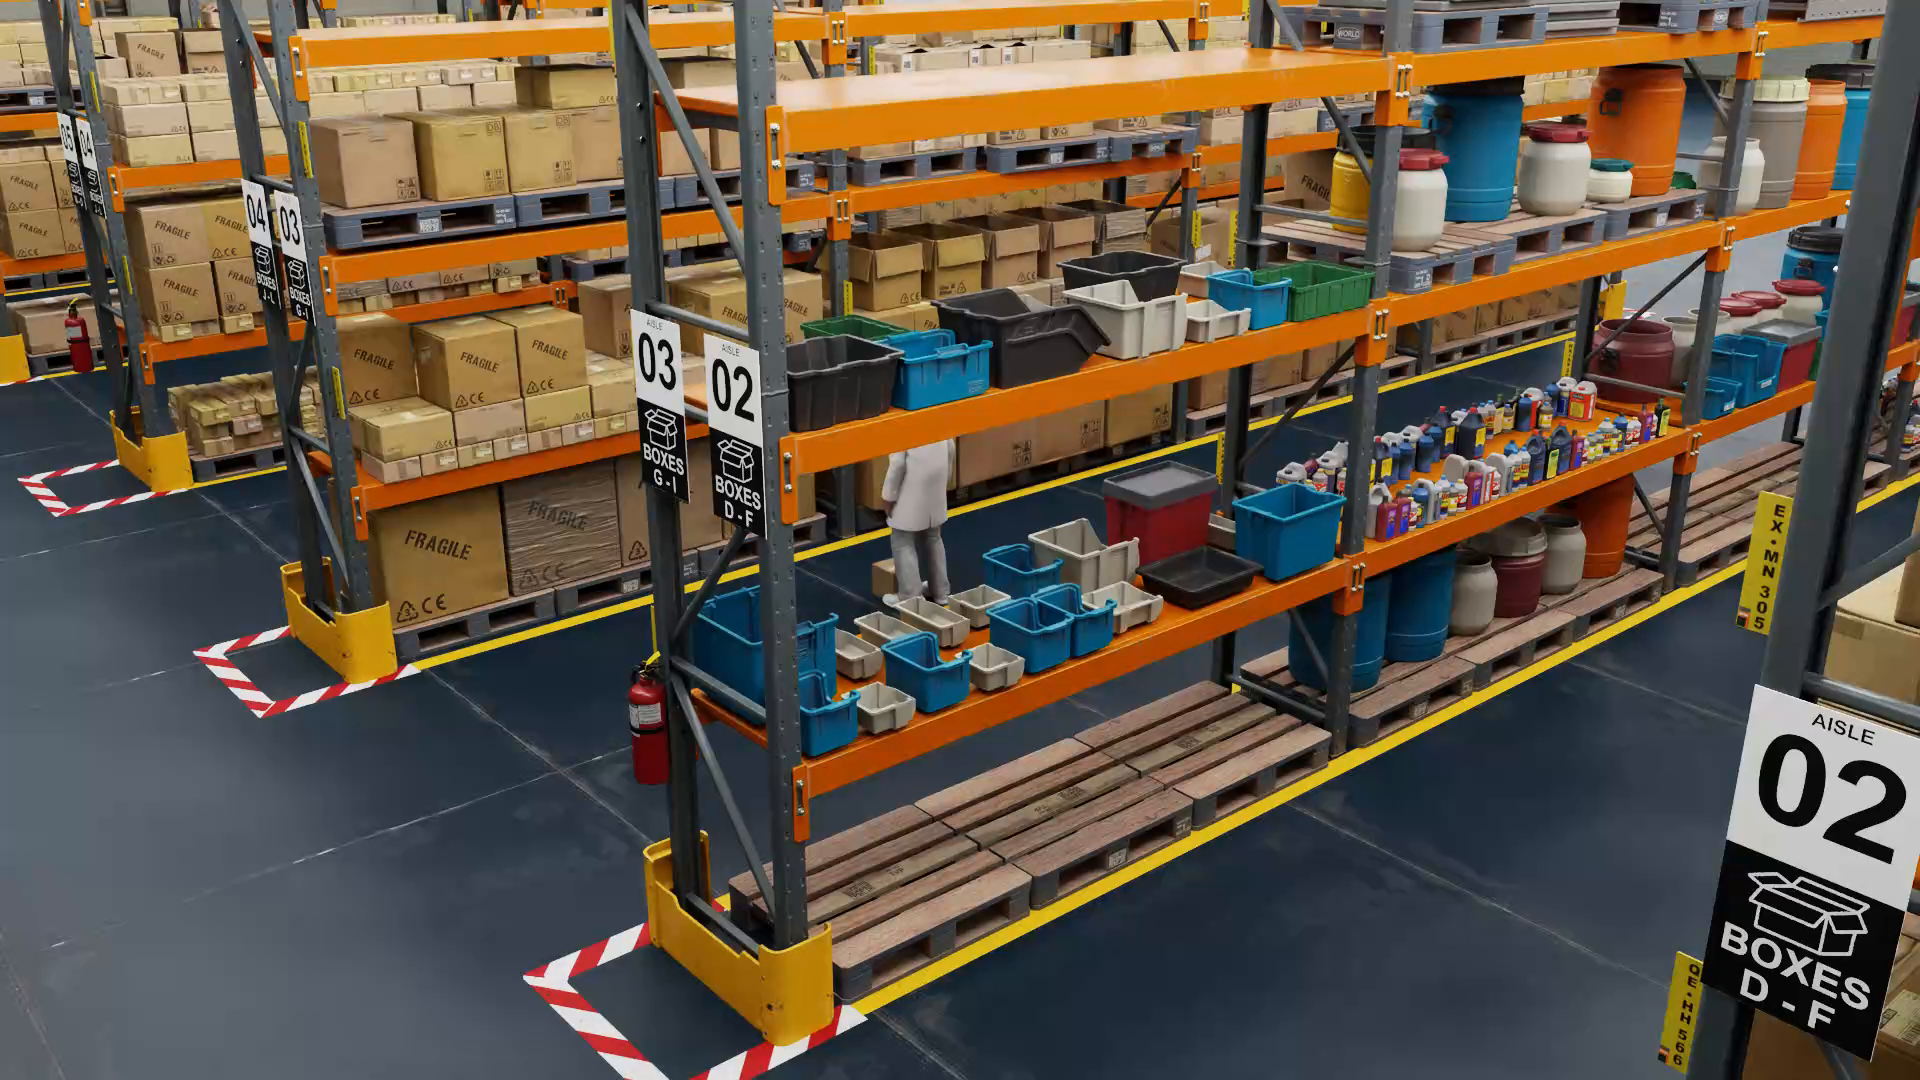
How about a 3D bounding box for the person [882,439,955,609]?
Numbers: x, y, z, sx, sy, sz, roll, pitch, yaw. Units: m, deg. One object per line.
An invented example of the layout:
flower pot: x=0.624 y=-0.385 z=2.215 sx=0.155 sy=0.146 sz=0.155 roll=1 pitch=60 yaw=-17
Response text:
person: x=-0.313 y=-0.348 z=12.024 sx=0.633 sy=1.773 sz=0.427 roll=-18 pitch=27 yaw=-40
